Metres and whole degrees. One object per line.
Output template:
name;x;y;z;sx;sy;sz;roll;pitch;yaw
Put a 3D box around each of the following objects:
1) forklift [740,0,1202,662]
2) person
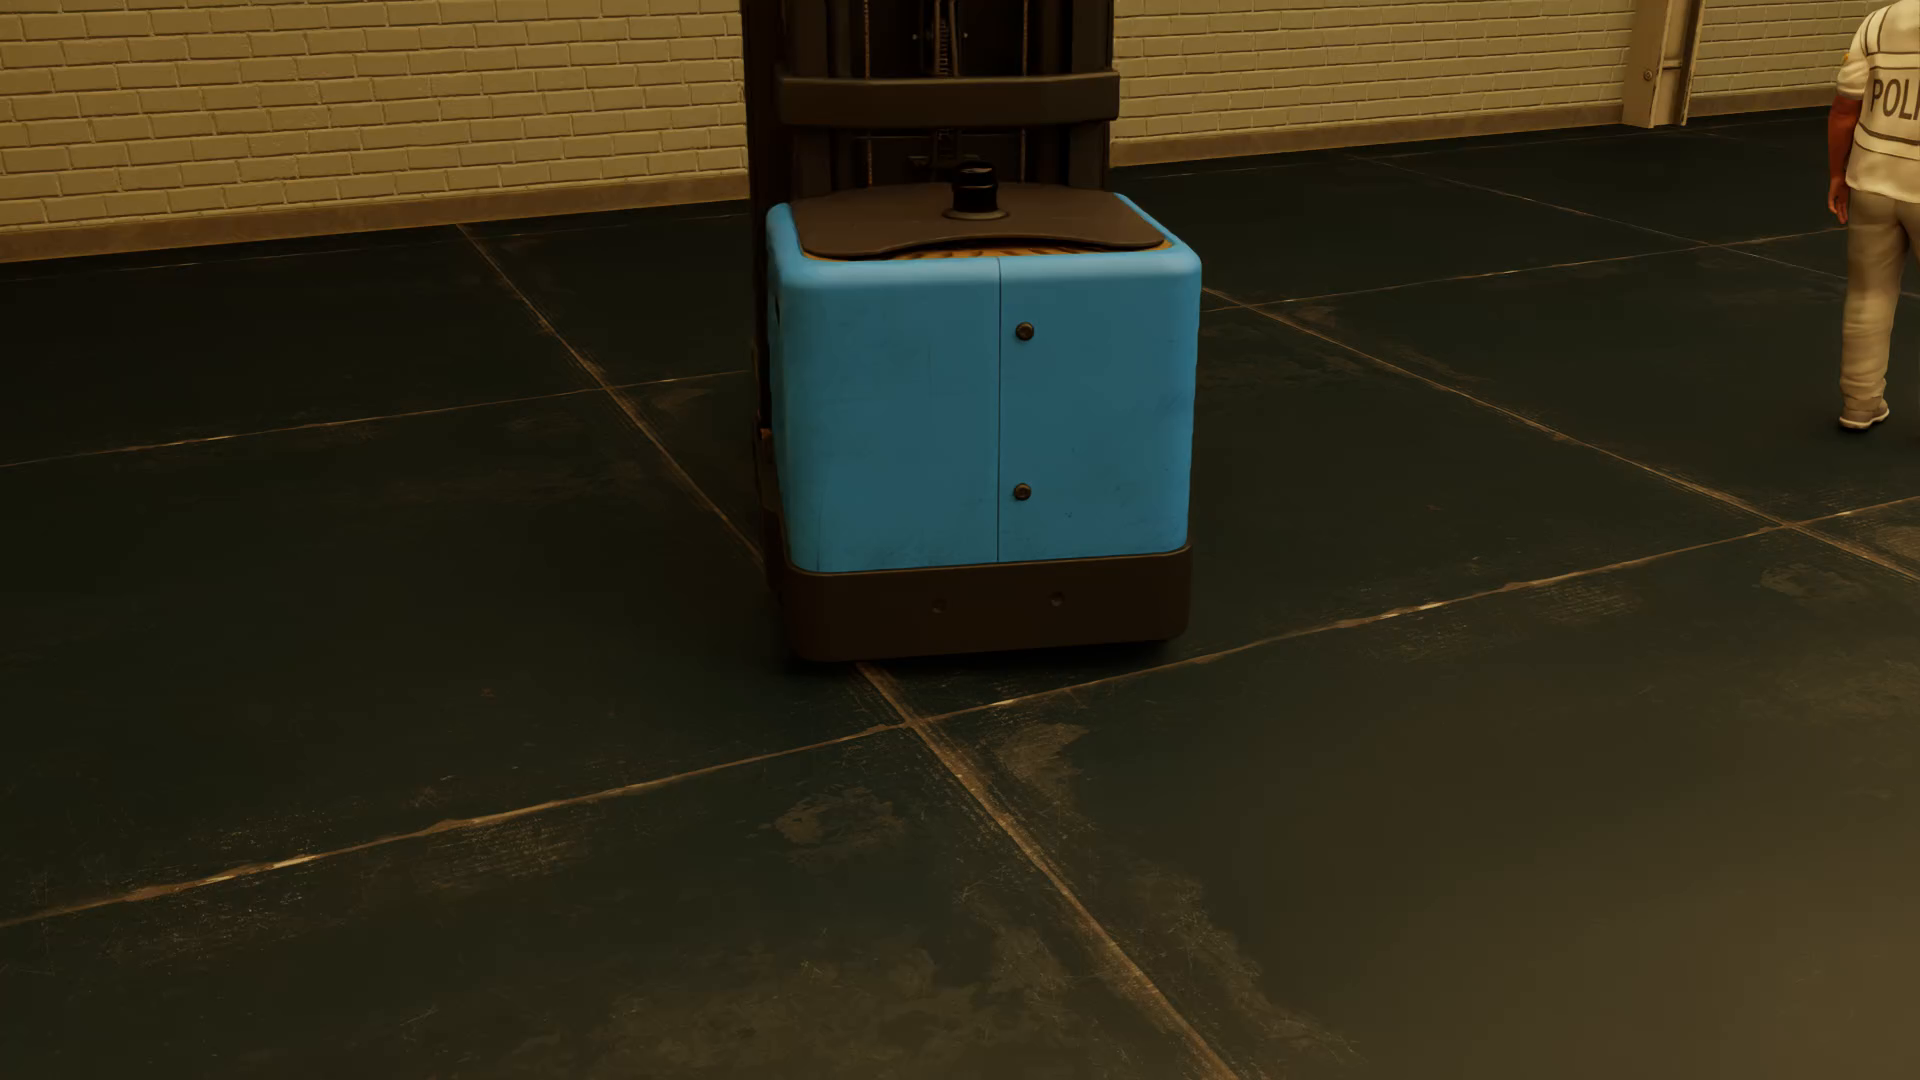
forklift;-0.131;-1.578;5.084;1.130;2.935;3.031;-3;23;-8
person;3.356;-1.243;5.756;0.575;1.781;0.639;-18;28;-36
